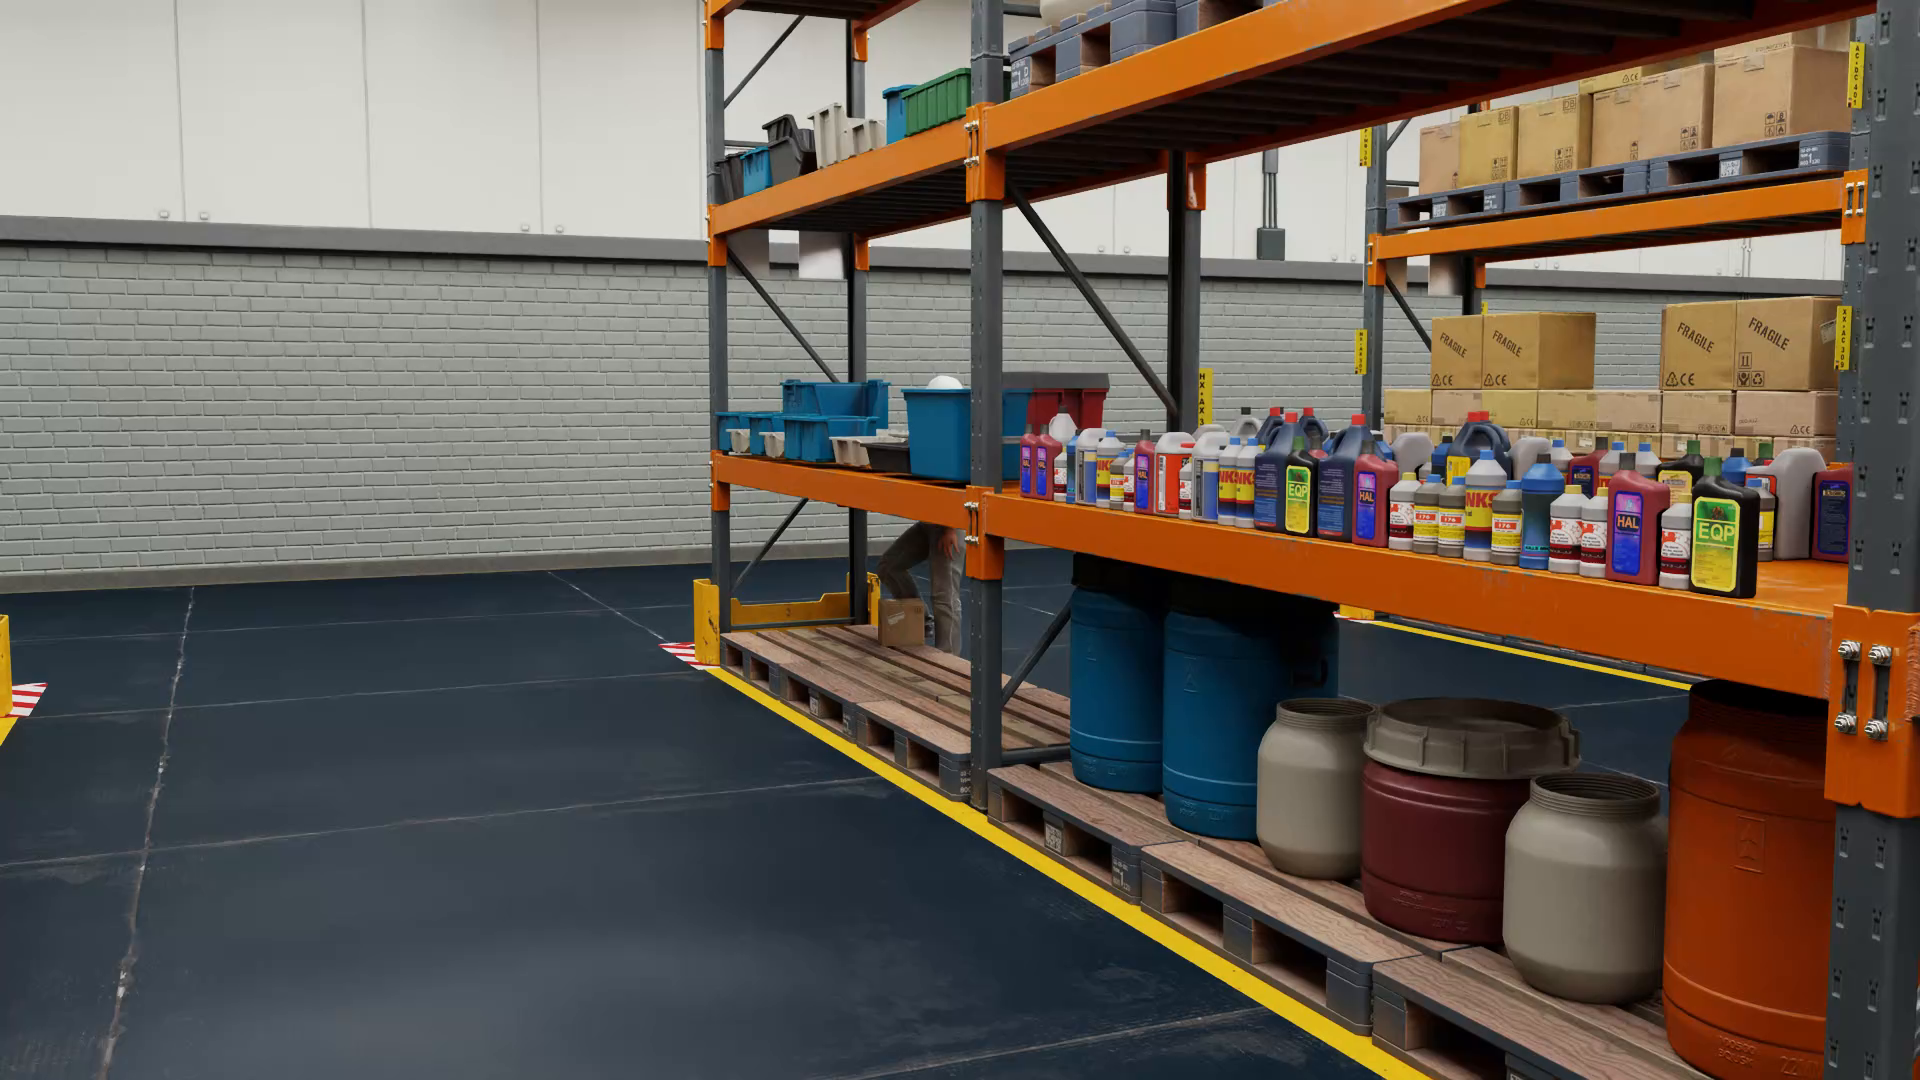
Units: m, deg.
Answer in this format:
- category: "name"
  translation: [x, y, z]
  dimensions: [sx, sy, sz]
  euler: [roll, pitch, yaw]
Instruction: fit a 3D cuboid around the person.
- category: "person"
  translation: [-0.179, -0.079, 9.837]
  dimensions: [0.613, 1.775, 0.635]
  euler: [-1, 5, -7]
